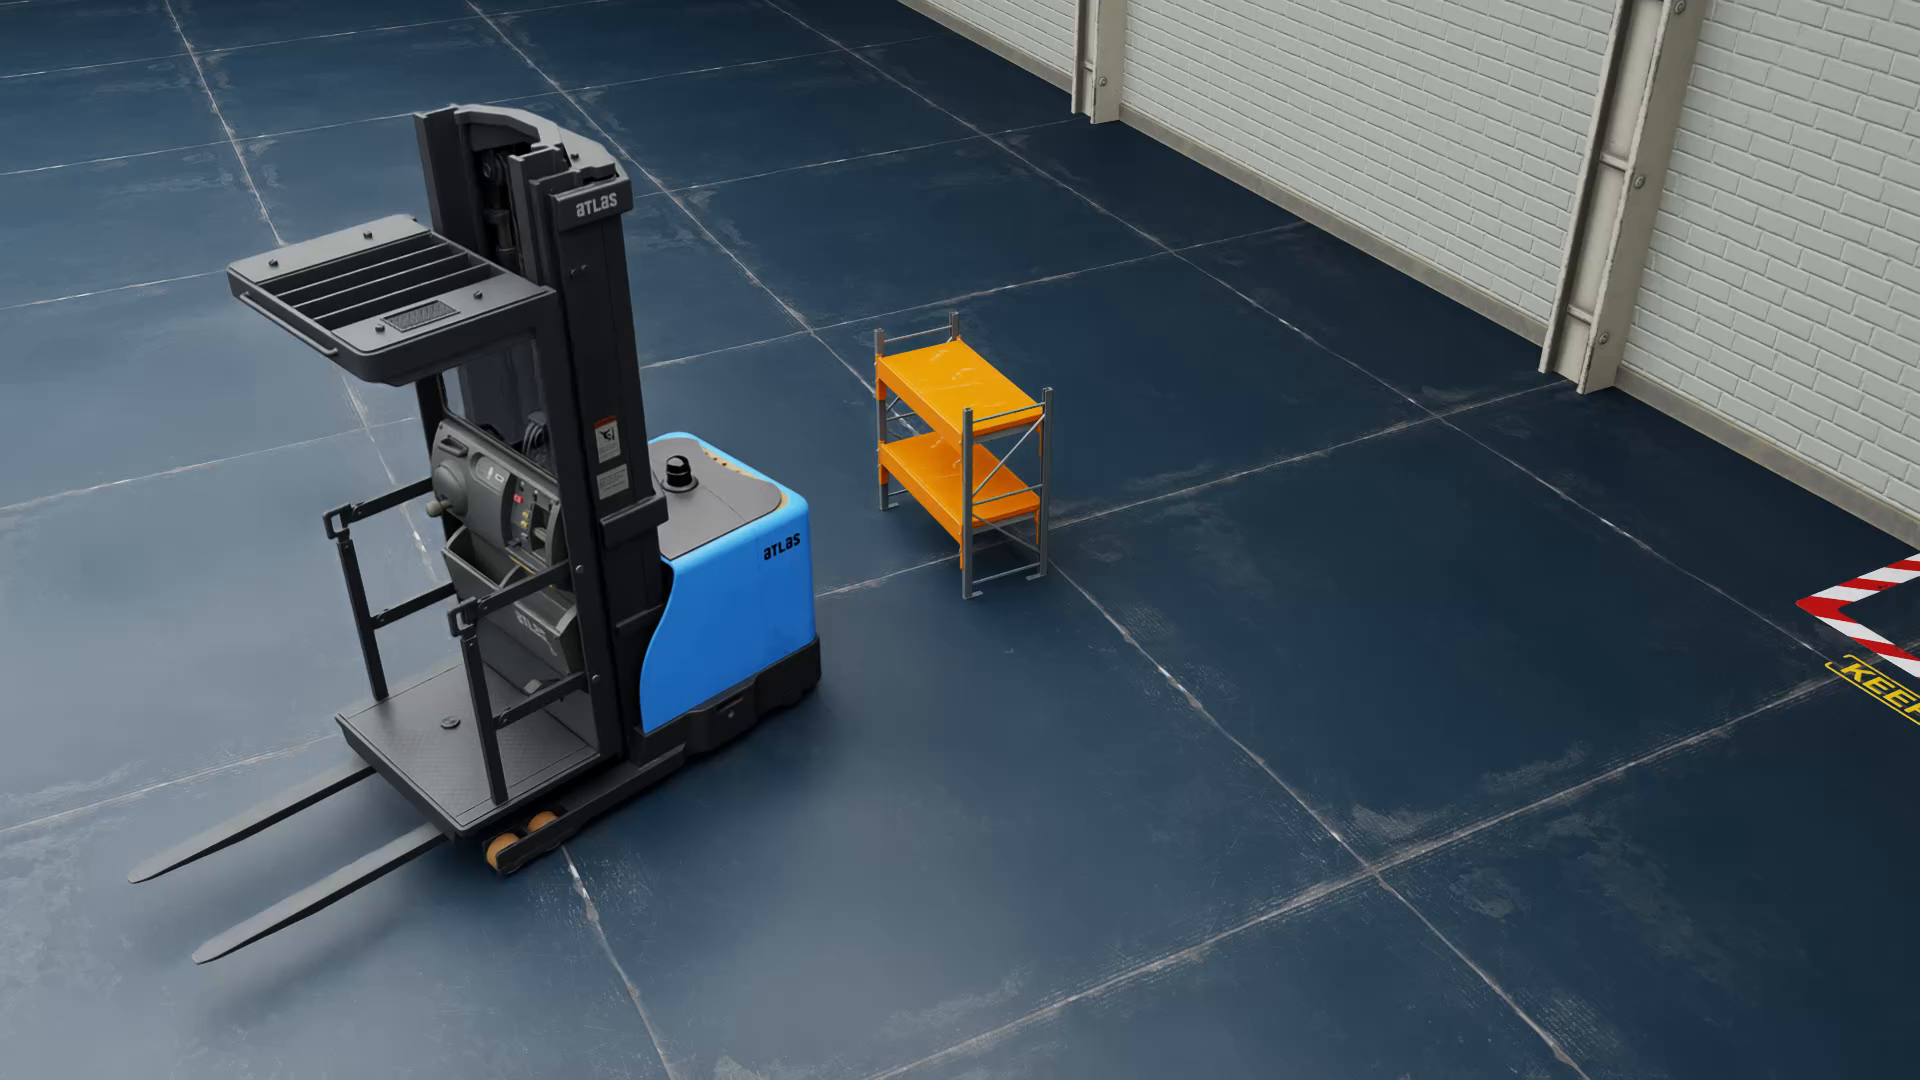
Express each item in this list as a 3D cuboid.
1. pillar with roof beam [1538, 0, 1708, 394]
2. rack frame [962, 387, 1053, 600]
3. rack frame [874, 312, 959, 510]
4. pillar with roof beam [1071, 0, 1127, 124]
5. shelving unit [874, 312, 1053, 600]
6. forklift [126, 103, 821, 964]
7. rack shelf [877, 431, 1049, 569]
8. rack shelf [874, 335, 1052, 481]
[{"bbox_3d":[0.252,-3.778,6.825,9.100,9.000,0.400,-16,36,-23],"label":"pillar with roof beam"},{"bbox_3d":[0.240,-0.228,8.582,0.500,1.125,0.032,-16,36,-23],"label":"rack frame"},{"bbox_3d":[-0.234,-0.713,9.339,0.500,1.125,0.032,-16,36,-23],"label":"rack frame"},{"bbox_3d":[-2.546,-6.642,11.294,9.100,9.000,0.400,-16,36,-23],"label":"pillar with roof beam"},{"bbox_3d":[0.003,-0.470,8.960,0.538,1.125,1.048,-16,36,-23],"label":"shelving unit"},{"bbox_3d":[-2.073,-0.136,6.763,1.130,2.935,3.031,28,42,36],"label":"forklift"},{"bbox_3d":[0.003,-0.265,9.092,0.538,0.278,1.000,-16,36,-23],"label":"rack shelf"},{"bbox_3d":[0.003,-0.717,8.802,0.538,0.278,1.000,-16,36,-23],"label":"rack shelf"}]
